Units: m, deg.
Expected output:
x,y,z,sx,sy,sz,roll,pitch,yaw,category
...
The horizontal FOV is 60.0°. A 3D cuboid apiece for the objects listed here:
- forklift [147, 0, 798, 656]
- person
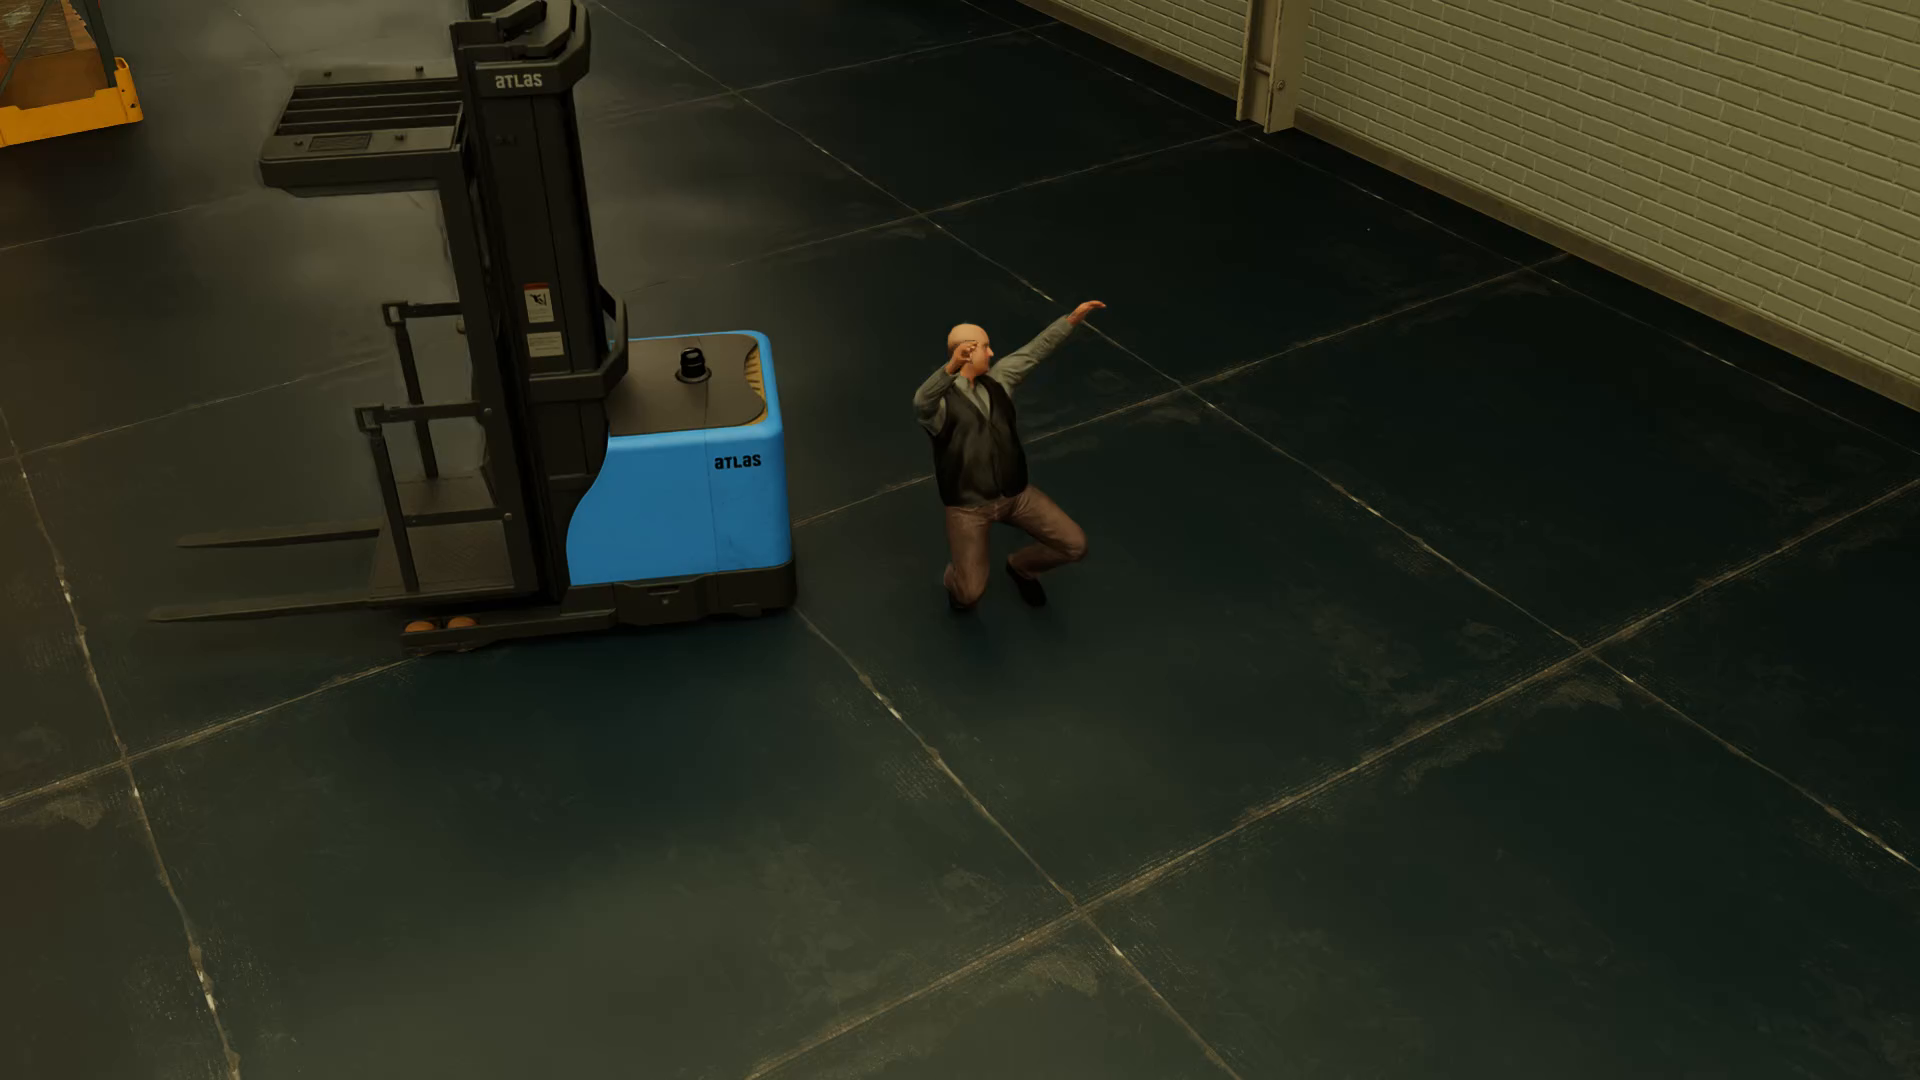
x,y,z,sx,sy,sz,roll,pitch,yaw,category
-2.365,-0.975,7.535,3.031,2.935,1.130,-5,35,-8,forklift
0.256,-0.364,7.830,1.015,1.631,0.786,-18,39,-24,person
